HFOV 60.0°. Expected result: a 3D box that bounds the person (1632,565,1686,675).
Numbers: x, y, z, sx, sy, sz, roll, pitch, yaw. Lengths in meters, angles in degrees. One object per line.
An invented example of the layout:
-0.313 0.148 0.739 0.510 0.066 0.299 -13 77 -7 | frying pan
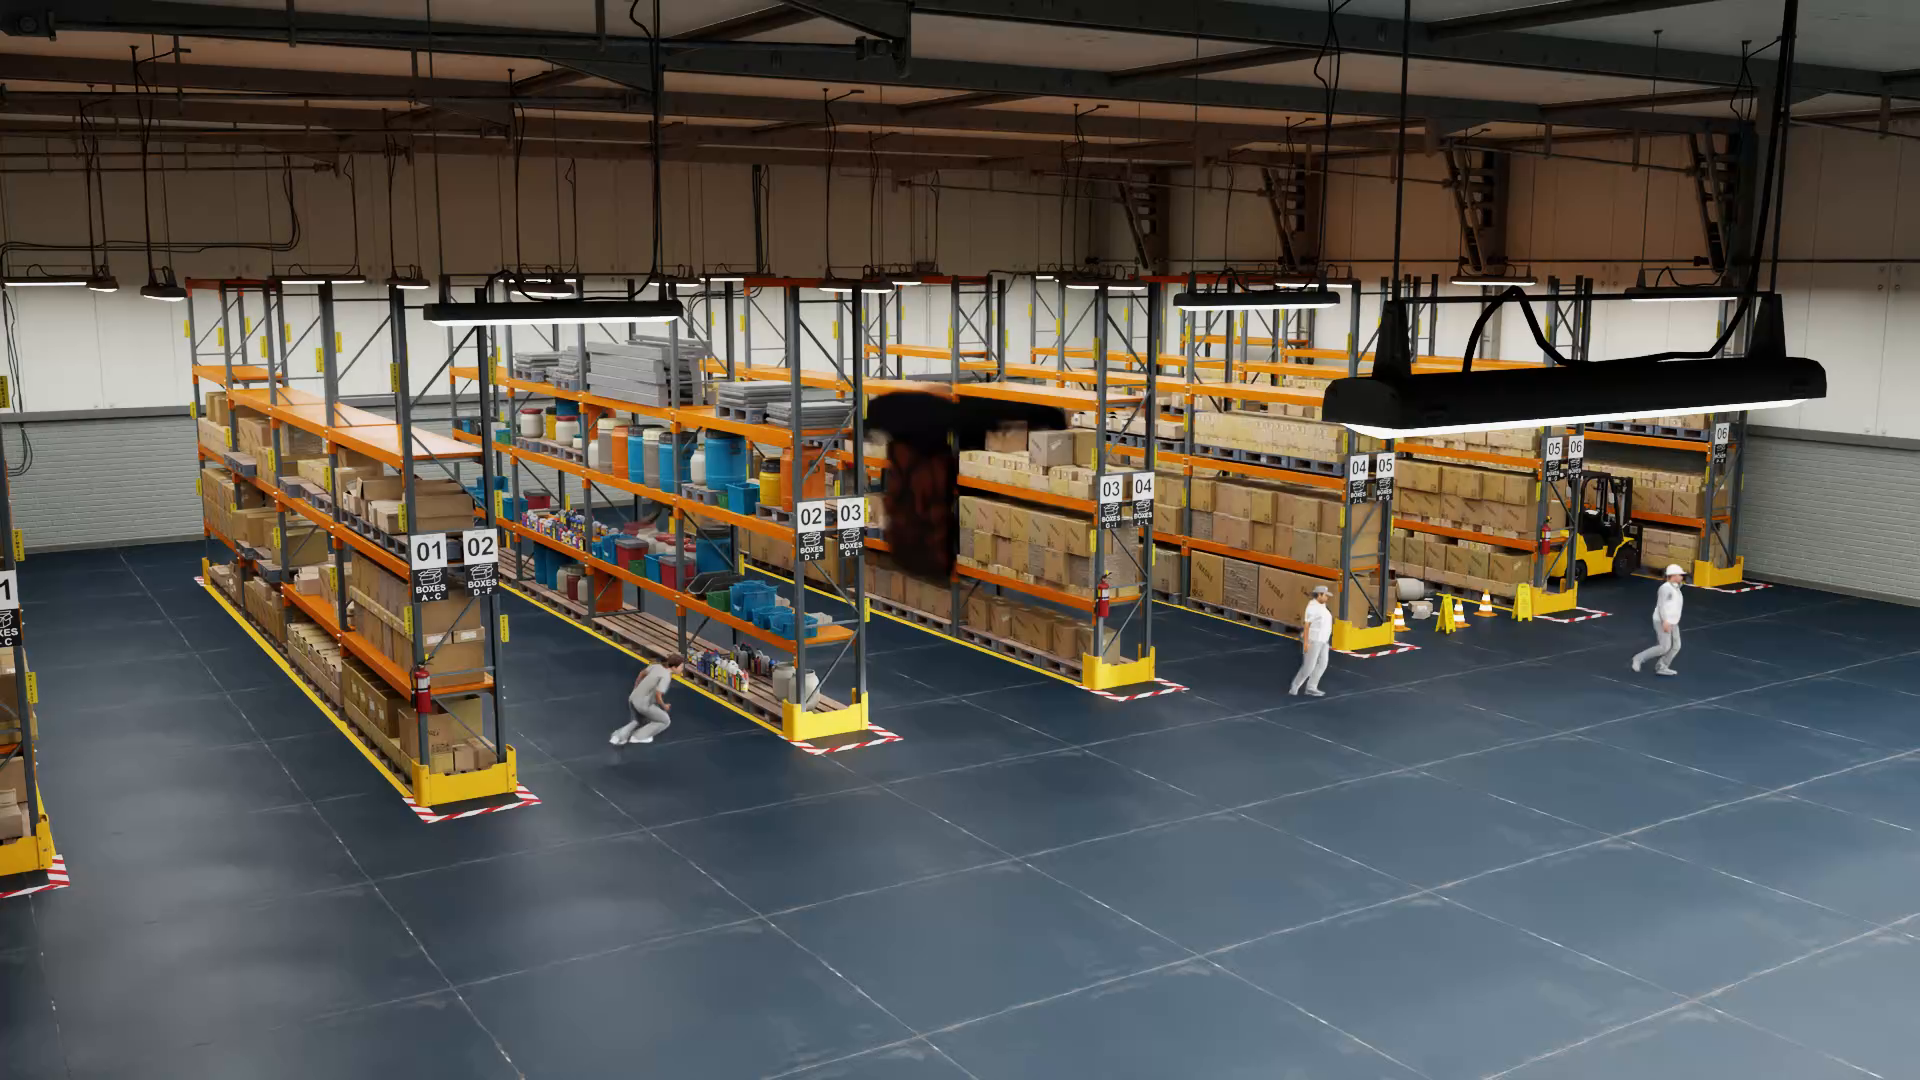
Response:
10.734 1.227 25.516 0.581 1.712 0.807 9 13 41 | person

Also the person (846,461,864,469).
-2.717 -1.693 42.771 0.669 1.710 0.947 3 10 17 | person

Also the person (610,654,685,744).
-3.953 2.021 20.978 0.908 1.146 0.641 -6 11 -31 | person

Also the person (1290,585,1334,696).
5.128 1.478 24.306 0.506 1.645 0.615 7 12 37 | person

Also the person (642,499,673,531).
-6.979 -0.976 38.947 1.162 1.632 0.687 -3 10 -16 | person
